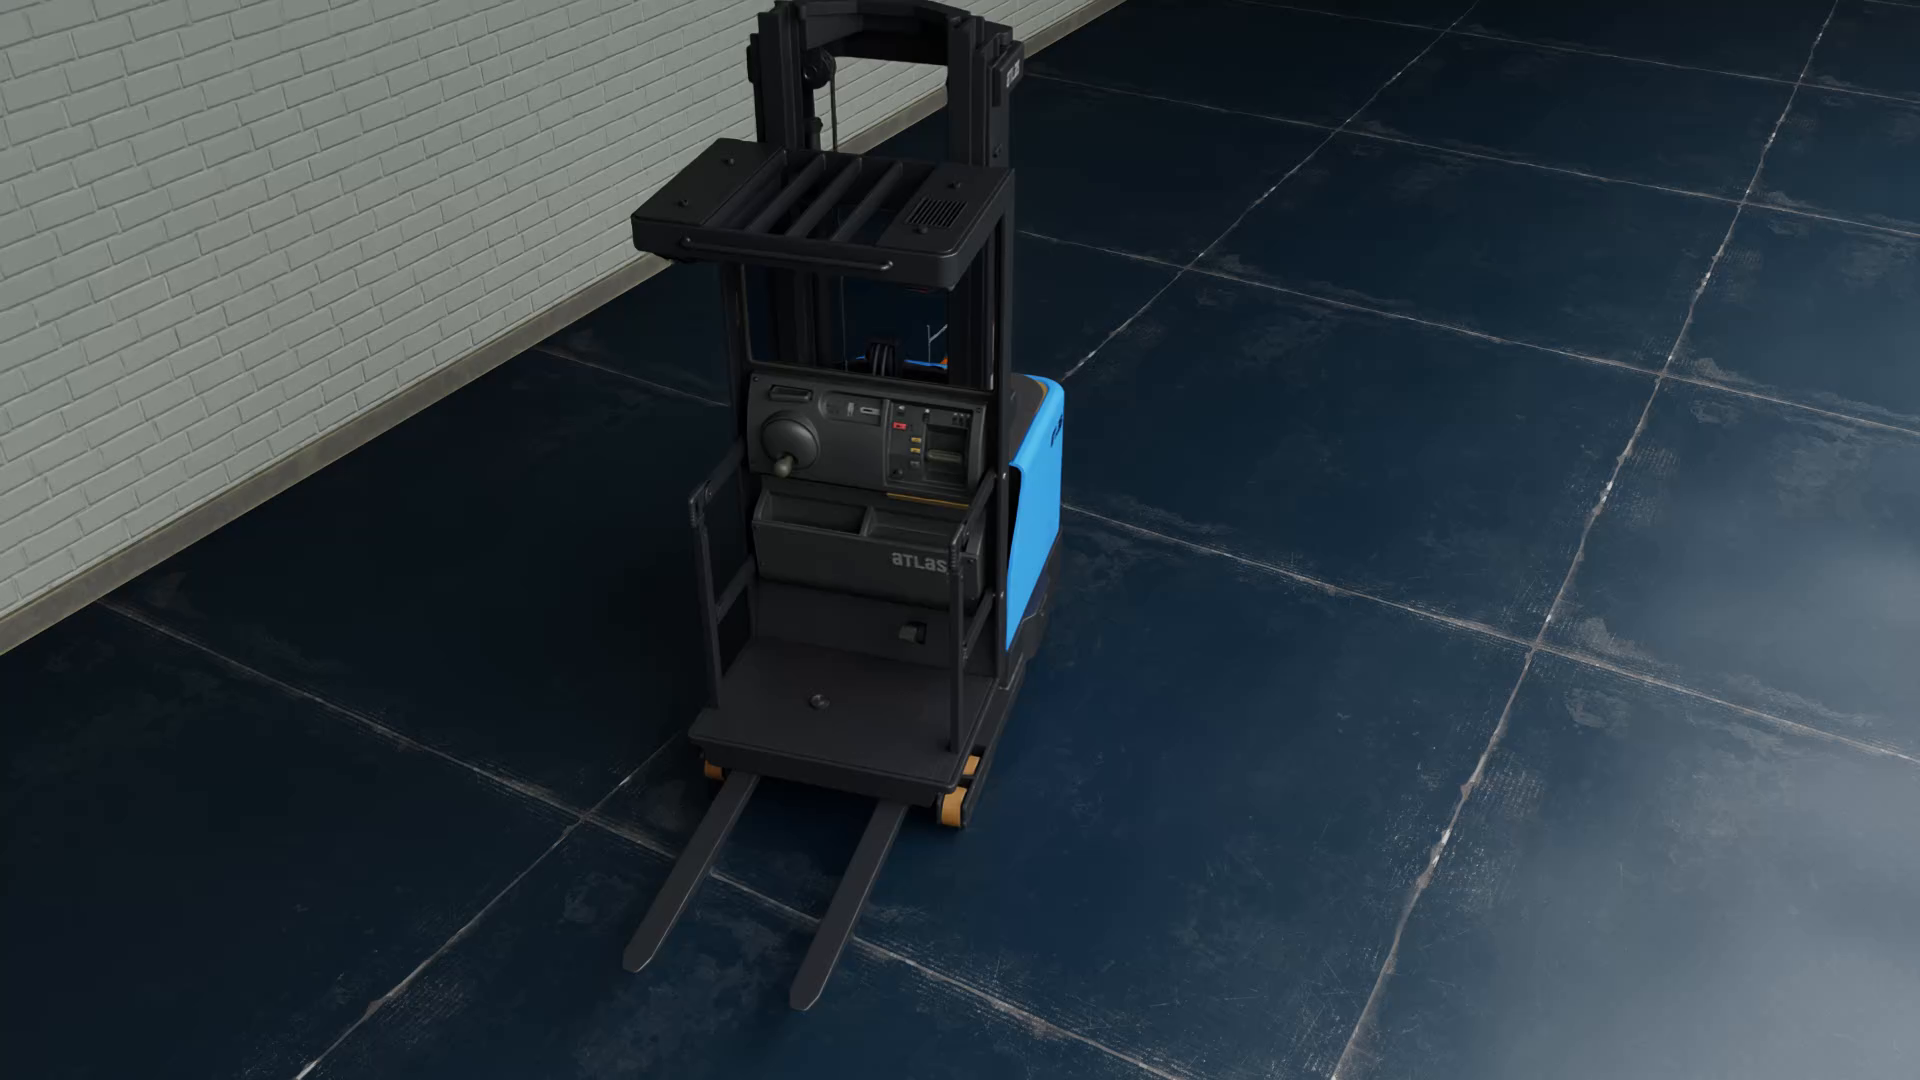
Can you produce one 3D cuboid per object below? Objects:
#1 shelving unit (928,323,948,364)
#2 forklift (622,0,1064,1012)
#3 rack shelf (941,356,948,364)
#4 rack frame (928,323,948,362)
[{"bbox_3d":[-0.007,-0.514,7.937,0.189,1.200,0.258,14,36,21],"label":"shelving unit"},{"bbox_3d":[-0.417,-0.332,6.104,1.130,2.935,3.031,9,35,13],"label":"forklift"},{"bbox_3d":[-0.008,-0.777,7.763,0.180,0.103,0.258,14,36,21],"label":"rack shelf"},{"bbox_3d":[-0.090,-0.535,7.970,0.006,1.200,0.240,14,36,21],"label":"rack frame"}]
